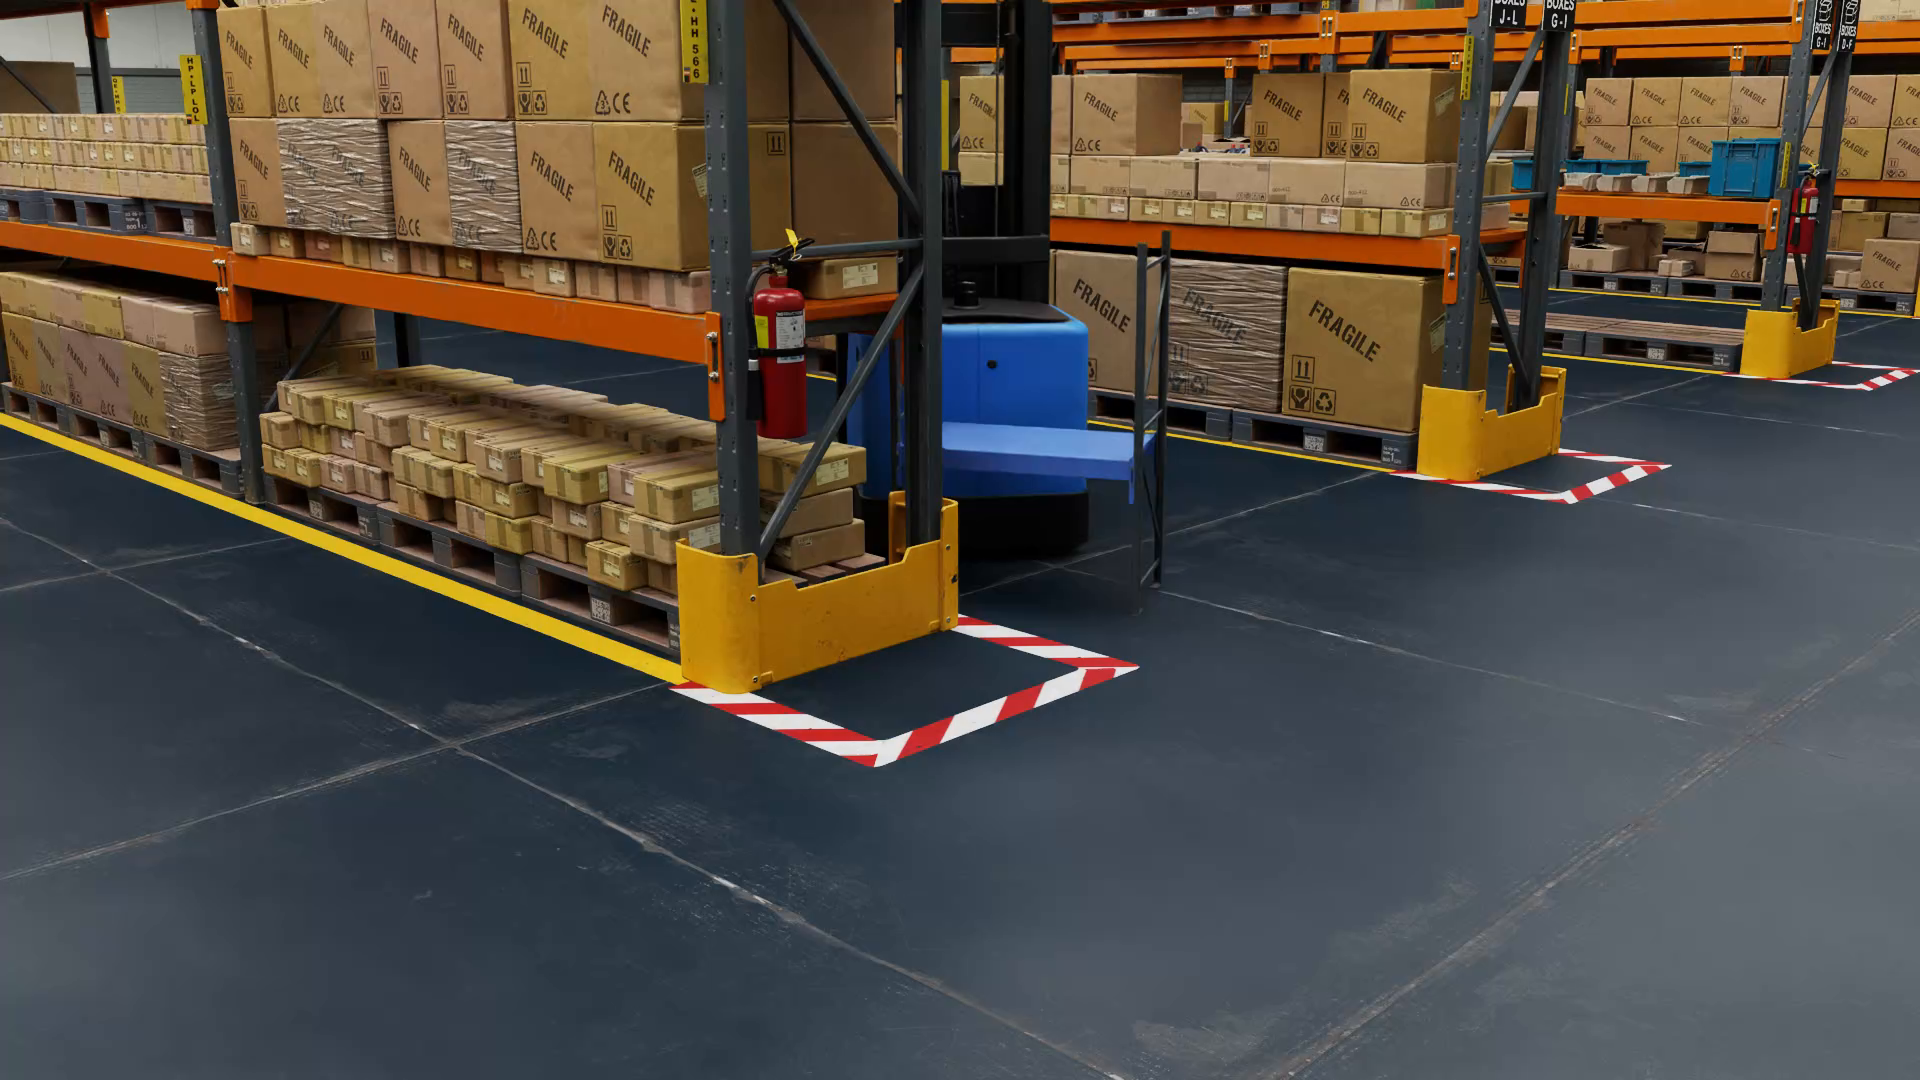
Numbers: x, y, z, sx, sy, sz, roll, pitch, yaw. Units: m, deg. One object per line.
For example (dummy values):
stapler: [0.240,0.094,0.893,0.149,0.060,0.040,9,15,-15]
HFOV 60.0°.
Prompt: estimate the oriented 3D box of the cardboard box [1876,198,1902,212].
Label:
cardboard box: [11.934,-4.296,21.309,0.250,0.149,0.380,13,20,41]

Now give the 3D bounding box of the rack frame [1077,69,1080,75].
rack frame: [1.856,-7.404,30.399,0.127,3.000,1.000,14,20,42]

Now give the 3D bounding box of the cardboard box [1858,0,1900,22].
cardboard box: [9.033,-5.215,16.344,0.500,0.250,0.500,14,20,42]

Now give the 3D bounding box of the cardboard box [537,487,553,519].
cardboard box: [-1.531,-0.189,6.938,0.250,0.149,0.380,13,20,42]

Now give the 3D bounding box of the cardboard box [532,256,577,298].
cardboard box: [-1.430,-1.040,6.473,0.380,0.149,0.250,-14,20,-43]

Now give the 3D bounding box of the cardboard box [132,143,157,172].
cardboard box: [-4.326,-2.120,9.196,0.250,0.149,0.380,13,19,40]

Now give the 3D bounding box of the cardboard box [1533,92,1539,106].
cardboard box: [8.513,-6.262,23.700,0.500,0.250,0.500,14,20,43]

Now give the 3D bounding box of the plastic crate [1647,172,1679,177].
plastic crate: [5.887,-3.000,13.900,0.298,0.136,0.250,14,20,42]

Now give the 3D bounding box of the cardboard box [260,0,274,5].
cardboard box: [-7.508,-5.955,18.394,0.250,0.149,0.380,13,19,40]

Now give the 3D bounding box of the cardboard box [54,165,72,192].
cardboard box: [-5.256,-2.204,10.105,0.380,0.149,0.250,-14,20,-42]

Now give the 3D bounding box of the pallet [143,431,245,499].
pallet: [-3.897,-0.511,9.473,1.213,0.211,1.003,14,20,42]

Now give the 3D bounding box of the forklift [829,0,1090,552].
forklift: [-0.124,-1.688,8.597,1.130,2.935,3.031,-2,15,-8]

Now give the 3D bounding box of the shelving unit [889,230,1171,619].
shelving unit: [0.290,-0.511,6.888,1.048,1.500,0.538,5,17,18]

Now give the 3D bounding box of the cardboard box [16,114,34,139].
cardboard box: [-5.648,-2.587,10.398,0.250,0.149,0.380,14,20,42]

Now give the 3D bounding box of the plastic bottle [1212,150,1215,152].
plastic bottle: [2.581,-3.838,16.970,0.097,0.271,0.097,0,15,0]

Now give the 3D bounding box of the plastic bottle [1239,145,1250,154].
plastic bottle: [2.729,-3.583,15.833,0.185,0.351,0.144,14,20,42]

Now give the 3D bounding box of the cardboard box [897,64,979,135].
cardboard box: [-0.285,-3.251,12.271,0.637,0.503,0.797,13,19,41]

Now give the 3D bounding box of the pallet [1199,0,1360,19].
pallet: [2.986,-4.985,15.541,1.003,0.211,1.213,14,20,42]

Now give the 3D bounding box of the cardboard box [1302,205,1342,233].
cardboard box: [2.206,-1.877,9.685,0.250,0.149,0.380,14,20,42]

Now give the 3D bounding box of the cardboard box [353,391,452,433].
cardboard box: [-2.654,-0.602,7.934,0.250,0.149,0.380,13,19,41]

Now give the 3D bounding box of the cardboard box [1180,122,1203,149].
cardboard box: [2.960,-5.443,22.675,0.500,0.500,0.500,12,19,39]

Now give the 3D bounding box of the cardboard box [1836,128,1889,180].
cardboard box: [9.051,-3.872,16.643,0.500,0.500,0.500,14,20,43]

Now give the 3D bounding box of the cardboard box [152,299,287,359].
cardboard box: [-4.047,-1.165,9.092,0.500,0.250,0.500,13,19,41]

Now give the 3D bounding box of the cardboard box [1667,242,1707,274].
cardboard box: [8.206,-3.136,18.480,0.500,0.311,0.500,14,20,42]

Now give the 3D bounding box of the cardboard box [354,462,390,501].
cardboard box: [-2.672,-0.310,7.993,0.250,0.149,0.380,13,20,41]

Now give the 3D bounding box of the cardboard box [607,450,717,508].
cardboard box: [-1.154,-0.237,6.532,0.380,0.149,0.250,-14,20,-43]

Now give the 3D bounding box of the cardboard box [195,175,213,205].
cardboard box: [-3.758,-1.839,8.707,0.250,0.149,0.380,13,20,41]

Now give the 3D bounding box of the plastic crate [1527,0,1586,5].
plastic crate: [4.838,-4.446,13.621,0.530,0.136,0.437,14,20,42]

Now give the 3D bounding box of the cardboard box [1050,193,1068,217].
cardboard box: [0.732,-2.235,11.060,0.250,0.149,0.380,13,19,41]

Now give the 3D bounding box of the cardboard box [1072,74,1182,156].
cardboard box: [1.075,-2.733,10.692,0.500,0.500,0.500,13,19,40]

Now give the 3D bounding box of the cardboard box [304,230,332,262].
cardboard box: [-2.892,-1.425,7.949,0.250,0.149,0.380,13,19,40]

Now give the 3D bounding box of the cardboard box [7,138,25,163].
cardboard box: [-5.809,-2.482,10.582,0.380,0.149,0.250,-13,20,-42]

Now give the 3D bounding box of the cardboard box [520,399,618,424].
cardboard box: [-1.805,-0.542,7.705,0.250,0.149,0.380,14,20,42]

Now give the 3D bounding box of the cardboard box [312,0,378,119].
cardboard box: [-2.454,-2.095,7.253,0.500,0.500,0.500,14,20,43]

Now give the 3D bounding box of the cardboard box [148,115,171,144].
cardboard box: [-4.138,-2.221,8.992,0.250,0.149,0.380,13,19,40]

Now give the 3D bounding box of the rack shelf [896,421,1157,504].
rack shelf: [0.292,-0.338,6.939,1.000,0.185,0.538,5,17,18]

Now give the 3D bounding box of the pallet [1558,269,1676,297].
pallet: [7.553,-2.934,18.775,1.213,0.211,1.003,14,20,42]

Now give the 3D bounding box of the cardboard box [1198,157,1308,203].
cardboard box: [1.796,-2.193,10.105,0.500,0.250,0.500,13,19,40]

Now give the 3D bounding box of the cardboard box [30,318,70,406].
cardboard box: [-5.518,-1.160,10.561,0.500,0.500,0.500,14,20,43]

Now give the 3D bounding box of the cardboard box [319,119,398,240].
cardboard box: [-2.455,-1.604,7.351,0.500,0.500,0.500,13,20,41]

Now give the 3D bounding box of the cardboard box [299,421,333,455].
cardboard box: [-3.052,-0.542,8.295,0.250,0.149,0.380,14,20,43]

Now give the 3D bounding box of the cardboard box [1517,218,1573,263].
cardboard box: [6.880,-3.536,19.640,0.500,0.500,0.500,13,19,40]

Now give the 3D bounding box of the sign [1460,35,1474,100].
sign: [2.673,-2.485,8.756,0.005,0.325,0.100,14,20,42]

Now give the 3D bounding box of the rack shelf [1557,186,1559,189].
rack shelf: [5.619,-4.406,20.320,4.000,0.370,1.077,14,20,42]

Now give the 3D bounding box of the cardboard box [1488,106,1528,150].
cardboard box: [6.334,-4.888,19.712,0.700,0.500,0.500,-11,18,-35]

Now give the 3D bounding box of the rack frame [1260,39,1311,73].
rack frame: [4.180,-5.104,21.572,0.127,3.000,1.000,14,20,42]

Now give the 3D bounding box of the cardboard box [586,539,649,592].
cardboard box: [-1.235,0.071,6.530,0.380,0.149,0.250,-14,20,-42]

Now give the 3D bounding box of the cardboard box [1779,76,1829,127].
cardboard box: [8.687,-4.442,16.851,0.500,0.500,0.500,-14,20,-43]

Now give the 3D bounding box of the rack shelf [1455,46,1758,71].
rack shelf: [9.055,-6.757,23.395,4.000,0.370,1.077,14,20,42]

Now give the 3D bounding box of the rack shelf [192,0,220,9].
rack shelf: [-1.895,-2.477,6.969,4.000,0.370,1.077,14,20,42]
